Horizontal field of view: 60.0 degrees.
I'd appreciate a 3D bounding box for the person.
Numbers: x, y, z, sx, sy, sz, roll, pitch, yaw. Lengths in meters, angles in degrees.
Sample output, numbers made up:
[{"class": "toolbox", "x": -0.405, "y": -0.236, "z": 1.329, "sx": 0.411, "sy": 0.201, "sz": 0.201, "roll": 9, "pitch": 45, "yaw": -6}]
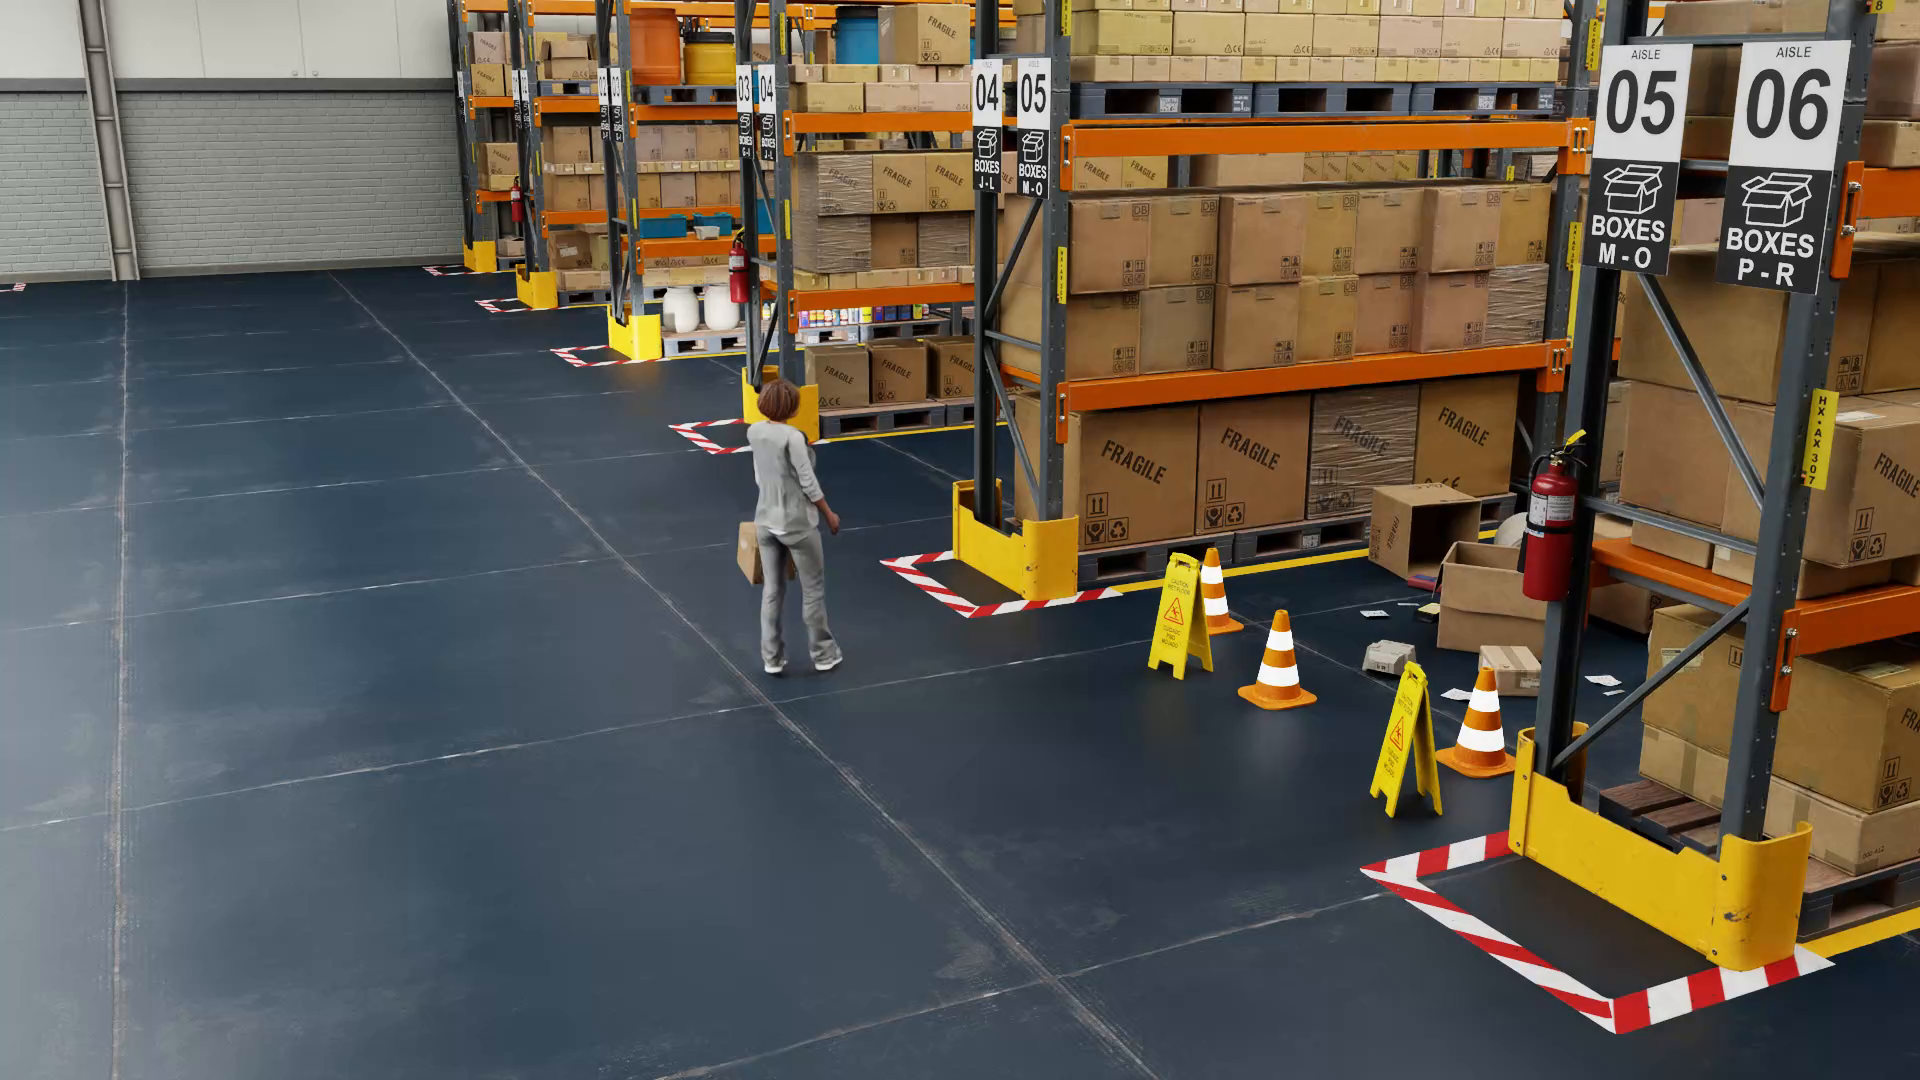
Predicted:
[{"class": "person", "x": -0.867, "y": -0.081, "z": 8.780, "sx": 0.434, "sy": 1.601, "sz": 0.473, "roll": 11, "pitch": 19, "yaw": 34}]
